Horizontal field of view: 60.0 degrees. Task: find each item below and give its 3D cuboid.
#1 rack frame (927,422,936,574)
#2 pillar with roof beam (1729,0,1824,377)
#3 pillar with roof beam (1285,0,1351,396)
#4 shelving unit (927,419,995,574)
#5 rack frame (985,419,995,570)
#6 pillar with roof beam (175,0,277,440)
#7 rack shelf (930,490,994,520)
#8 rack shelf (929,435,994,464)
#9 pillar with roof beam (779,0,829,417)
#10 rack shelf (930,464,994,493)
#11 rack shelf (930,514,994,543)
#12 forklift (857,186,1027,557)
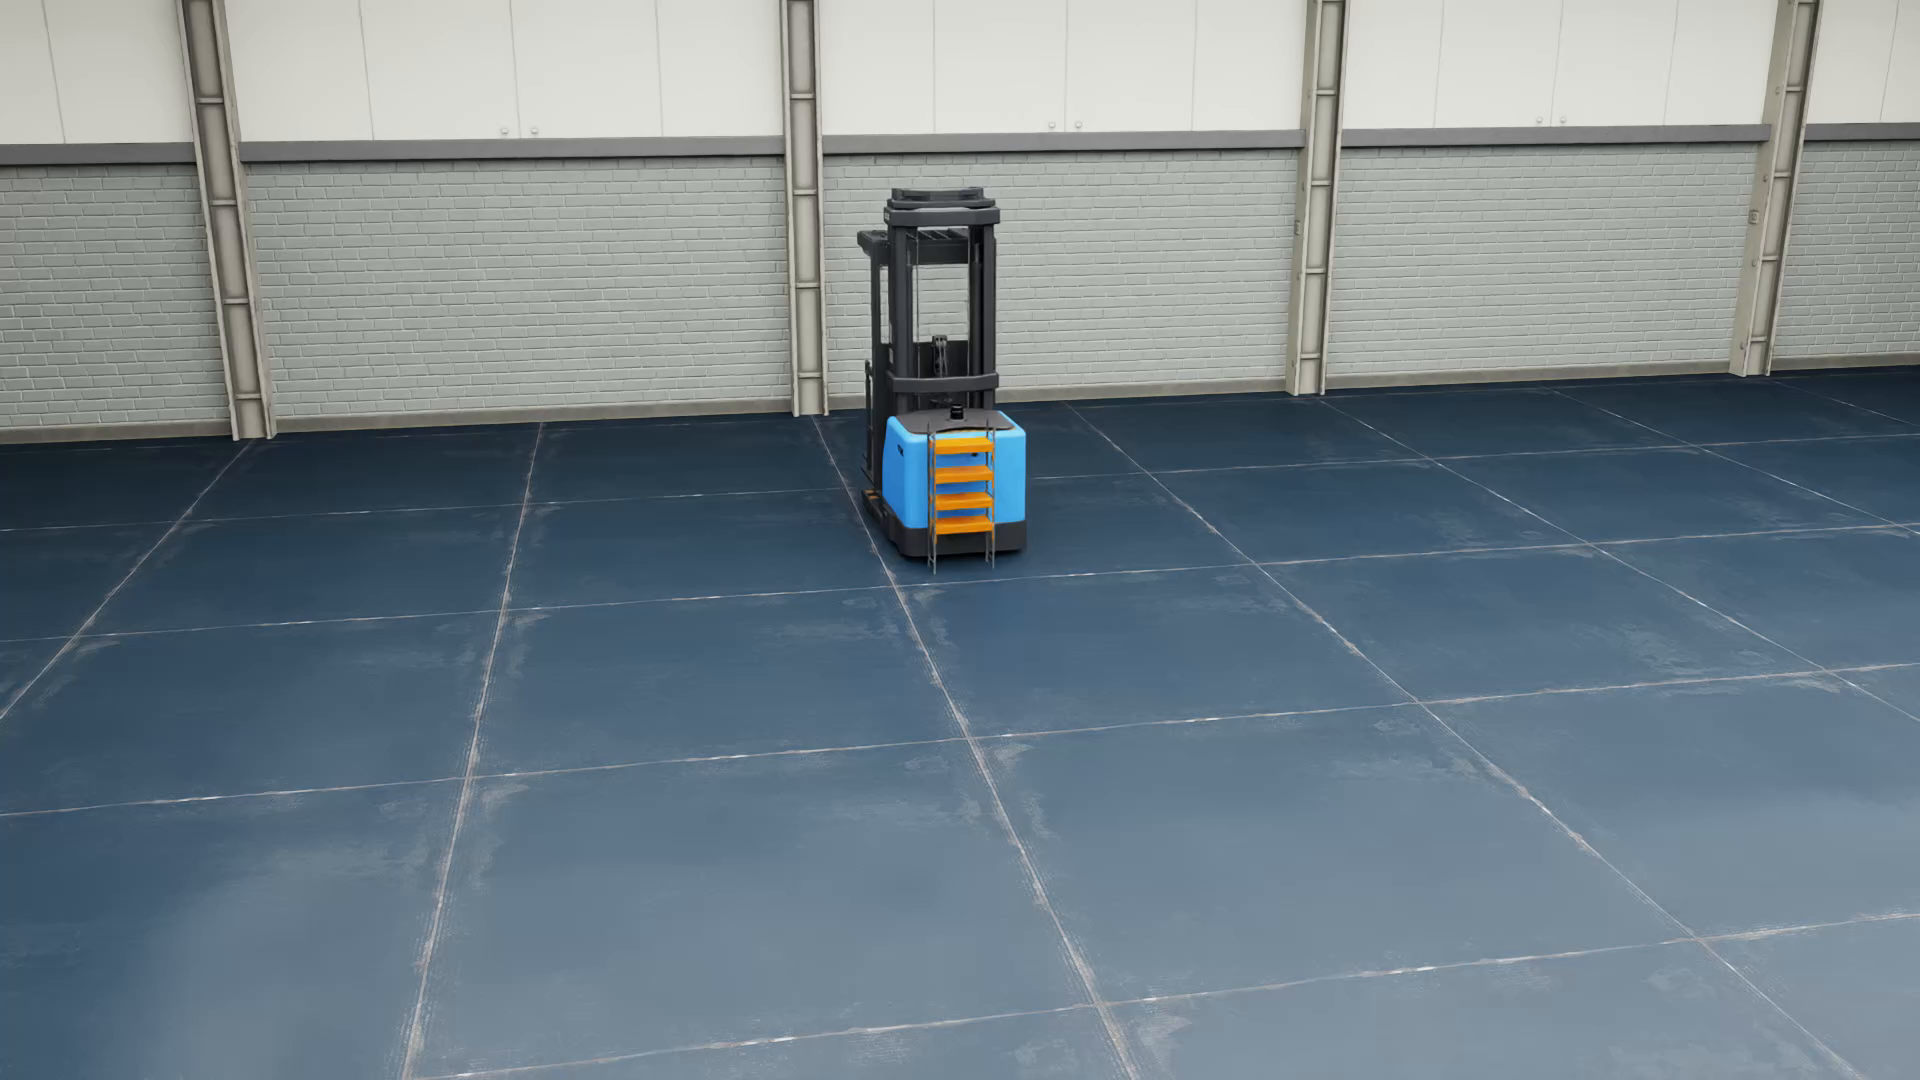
[{"bbox_3d":[-0.229,-0.331,13.345,0.015,1.200,0.240,-4,18,-13],"label":"rack frame"},{"bbox_3d":[10.880,-5.184,15.864,0.400,9.000,9.100,-3,17,-10],"label":"pillar with roof beam"},{"bbox_3d":[4.989,-4.850,14.776,0.400,9.000,9.100,-3,17,-10],"label":"pillar with roof beam"},{"bbox_3d":[0.008,-0.348,13.399,0.503,1.200,0.258,-4,18,-13],"label":"shelving unit"},{"bbox_3d":[0.246,-0.365,13.453,0.015,1.200,0.240,-4,18,-13],"label":"rack frame"},{"bbox_3d":[-6.793,-4.182,12.599,0.400,9.000,9.100,-3,17,-10],"label":"pillar with roof beam"},{"bbox_3d":[0.008,-0.284,13.419,0.480,0.148,0.258,-4,18,-13],"label":"rack shelf"},{"bbox_3d":[0.009,-0.723,13.282,0.480,0.148,0.258,-4,18,-13],"label":"rack shelf"},{"bbox_3d":[-0.902,-4.516,13.687,0.400,9.000,9.100,-3,17,-10],"label":"pillar with roof beam"},{"bbox_3d":[0.009,-0.497,13.352,0.480,0.148,0.258,-4,18,-13],"label":"rack shelf"},{"bbox_3d":[0.008,-0.094,13.478,0.480,0.148,0.258,-4,18,-13],"label":"rack shelf"},{"bbox_3d":[-0.283,-1.657,14.714,1.130,2.935,3.031,-4,18,-13],"label":"forklift"}]
